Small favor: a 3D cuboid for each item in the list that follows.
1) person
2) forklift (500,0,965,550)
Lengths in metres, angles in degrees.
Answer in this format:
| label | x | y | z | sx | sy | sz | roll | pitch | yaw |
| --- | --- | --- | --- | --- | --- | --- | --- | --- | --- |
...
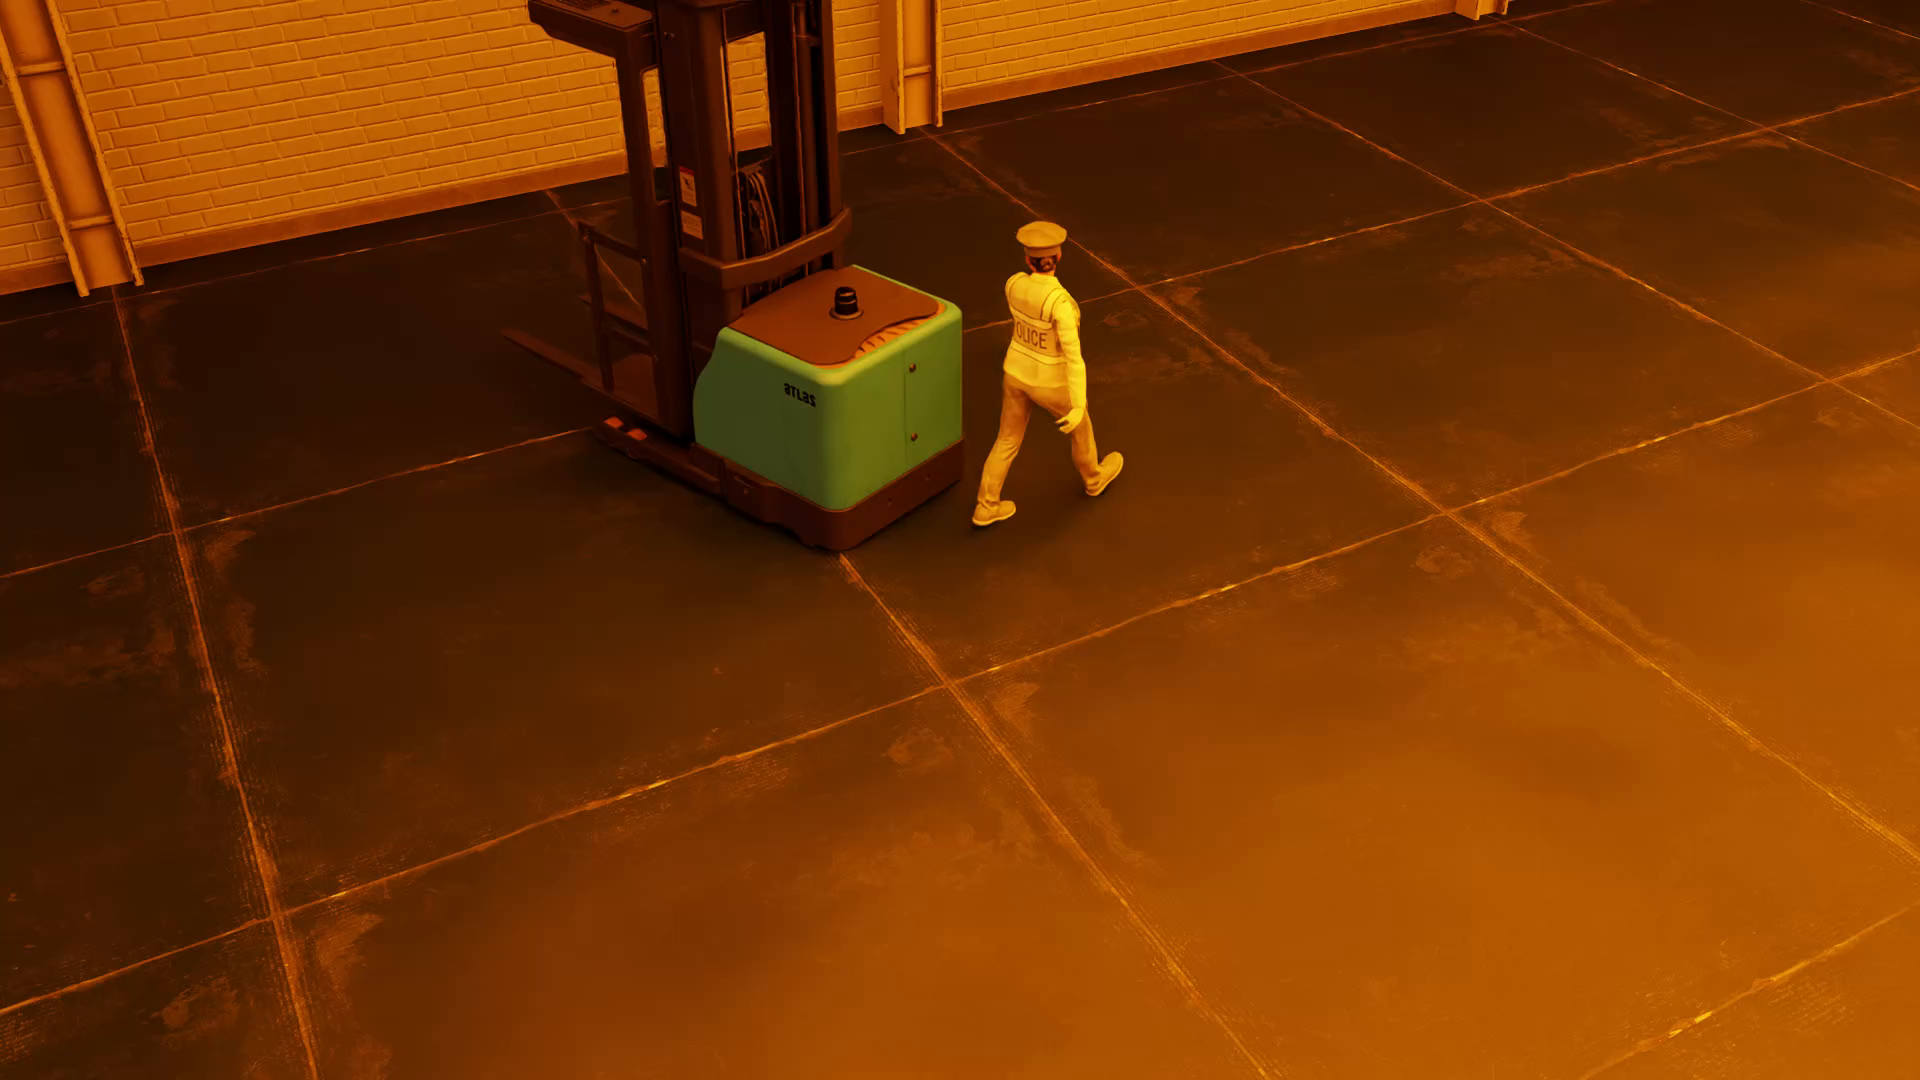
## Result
| label | x | y | z | sx | sy | sz | roll | pitch | yaw |
| --- | --- | --- | --- | --- | --- | --- | --- | --- | --- |
| person | 0.493 | -0.840 | 8.469 | 0.605 | 1.604 | 0.892 | 28 | 44 | 33 |
| forklift | -1.421 | -1.856 | 8.749 | 3.031 | 2.935 | 1.130 | 26 | 43 | 32 |
